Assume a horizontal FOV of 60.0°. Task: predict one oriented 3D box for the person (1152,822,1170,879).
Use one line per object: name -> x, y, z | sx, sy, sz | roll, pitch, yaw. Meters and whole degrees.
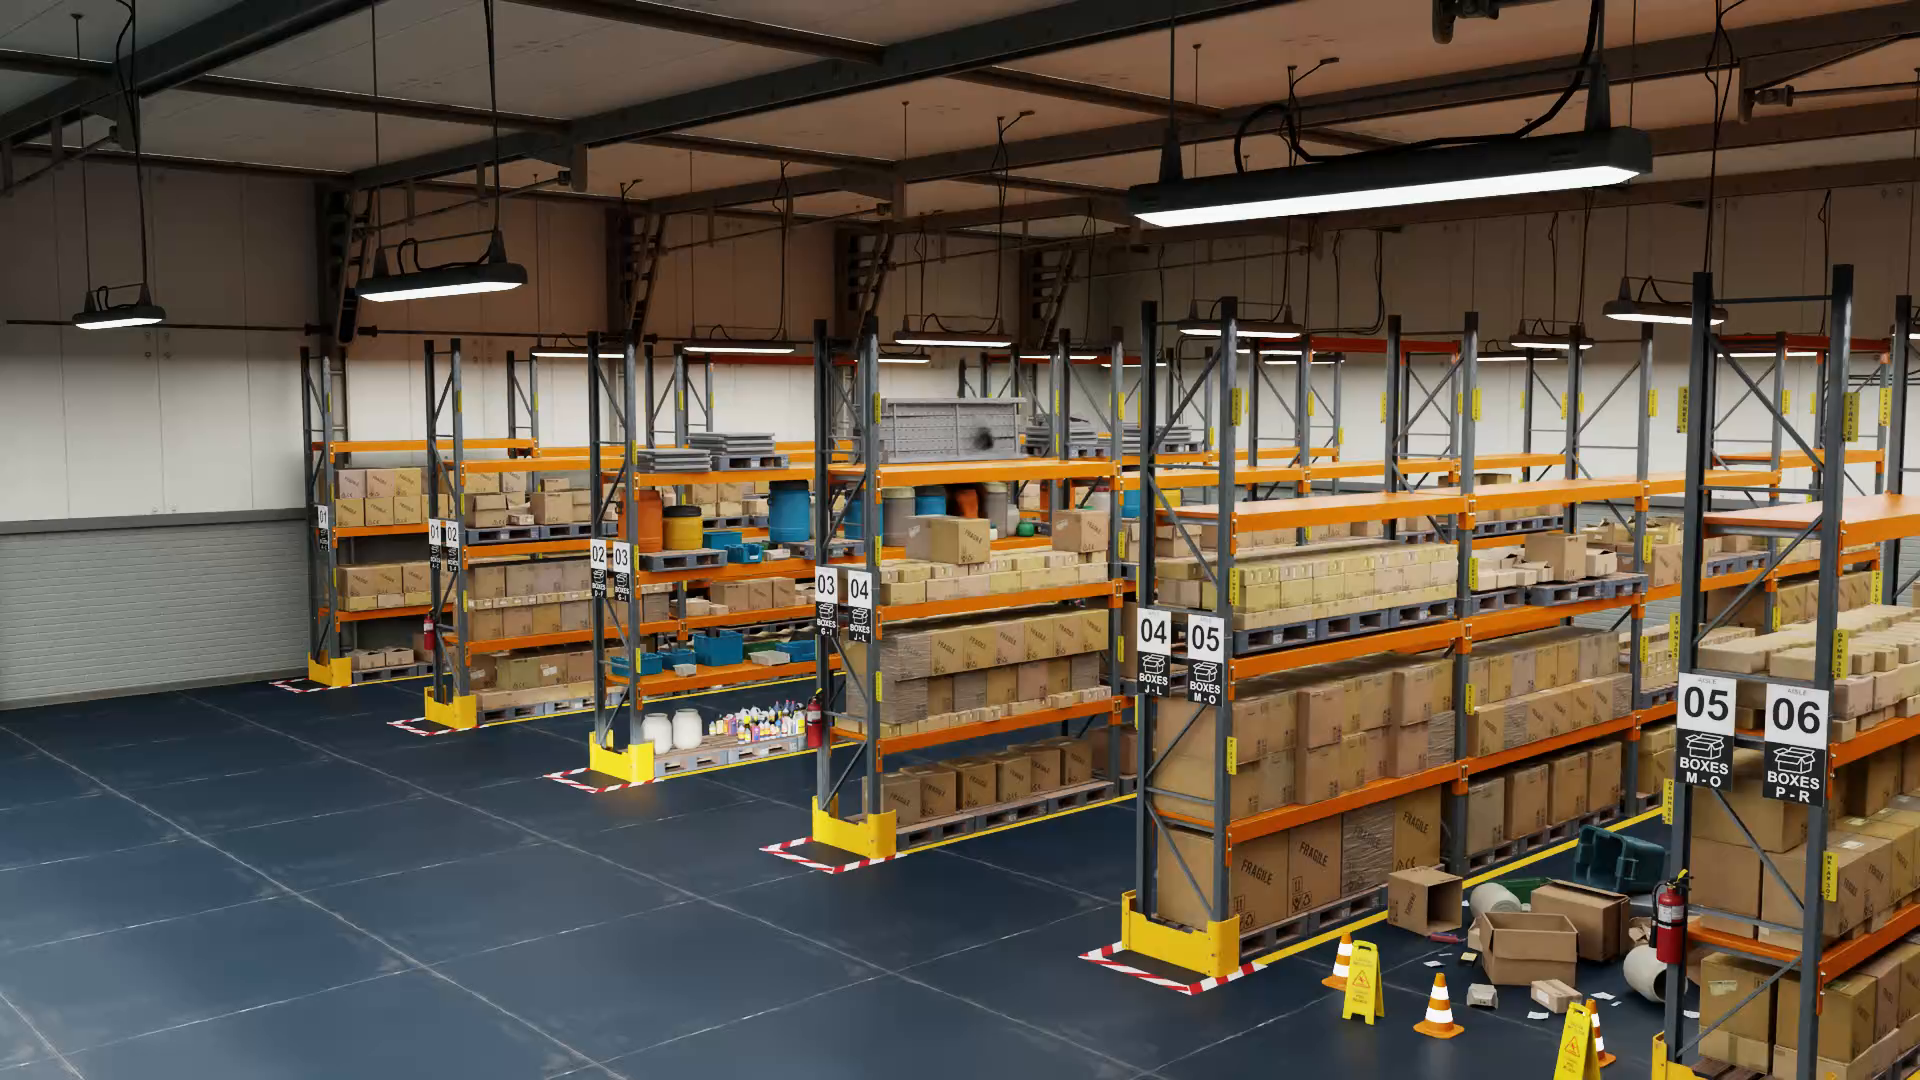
person -> 2.373, 2.810, 17.962 | 0.814, 1.609, 0.553 | -4, 7, -40
